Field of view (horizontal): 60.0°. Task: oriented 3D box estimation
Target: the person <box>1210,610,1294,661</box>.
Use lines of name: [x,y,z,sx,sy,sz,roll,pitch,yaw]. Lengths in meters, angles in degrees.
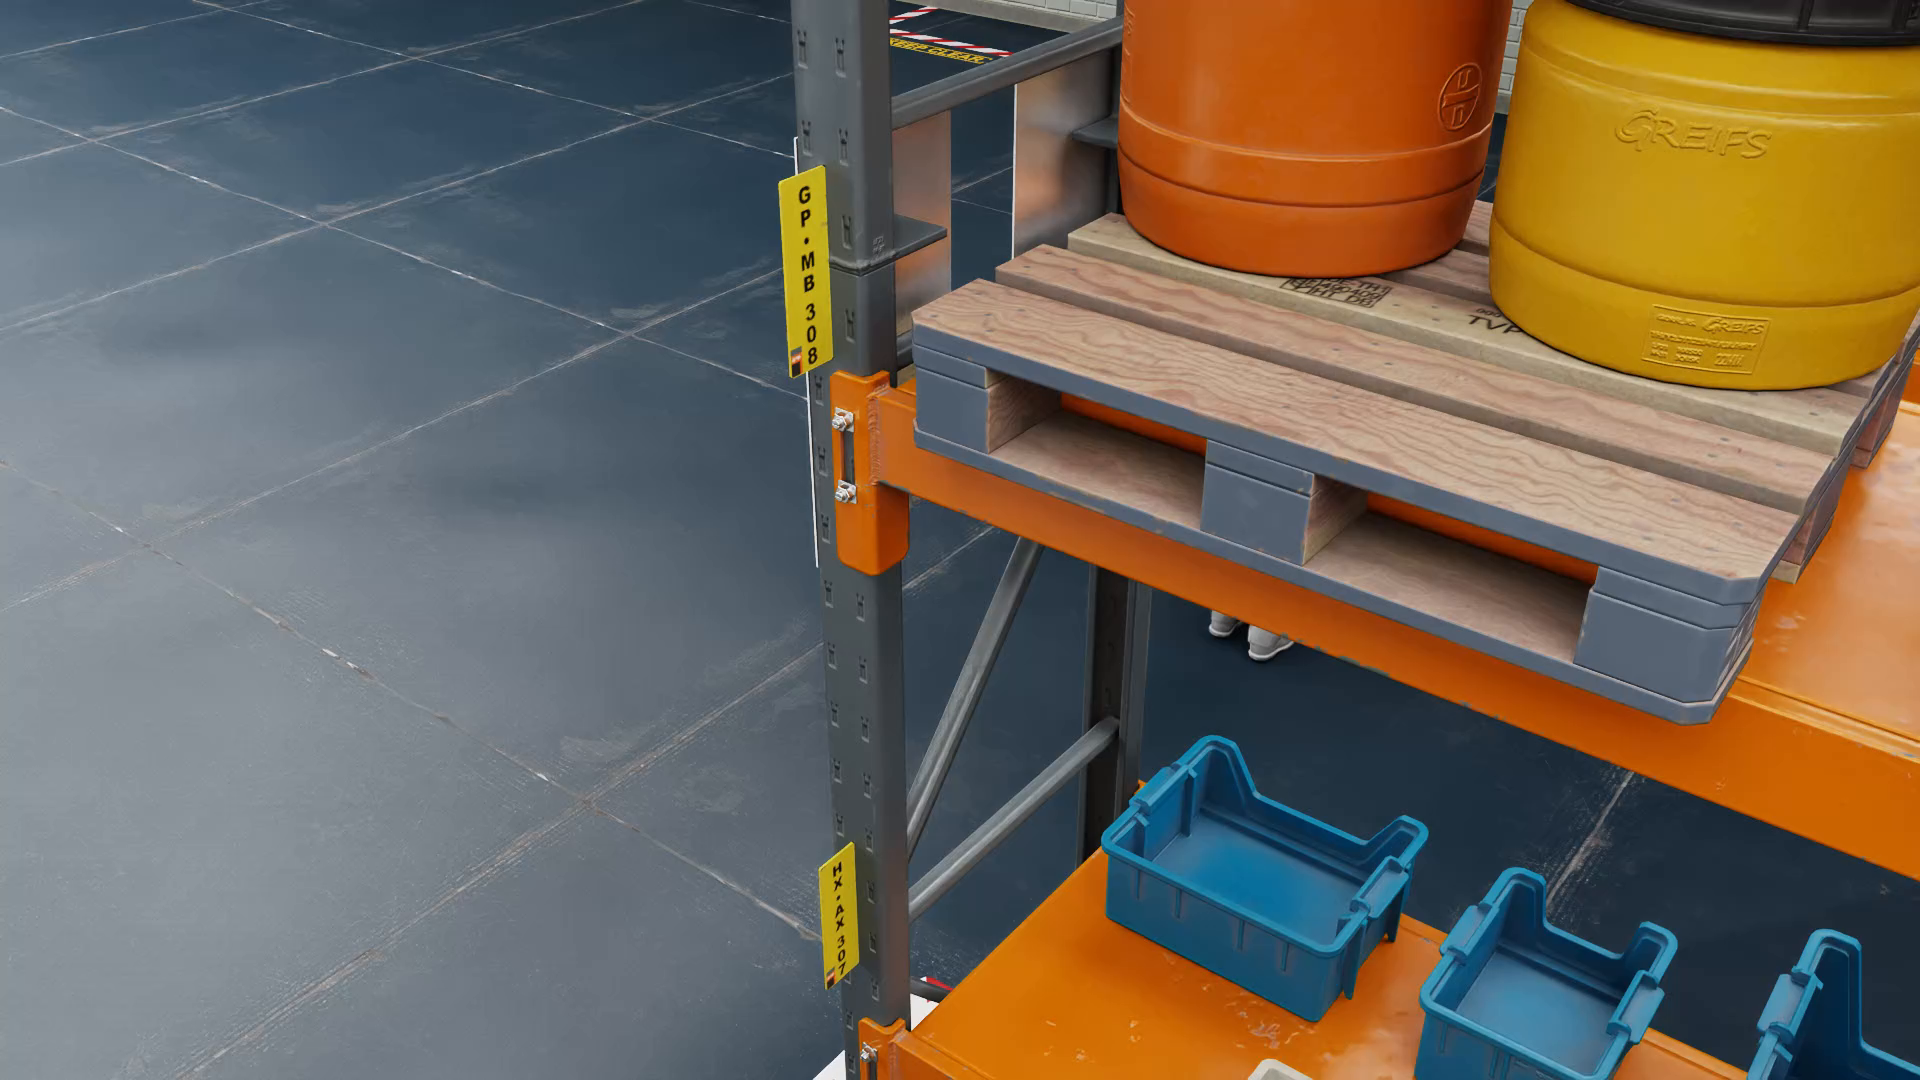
person: [1.340,-0.206,6.893,0.417,1.238,0.920,20,37,30]
